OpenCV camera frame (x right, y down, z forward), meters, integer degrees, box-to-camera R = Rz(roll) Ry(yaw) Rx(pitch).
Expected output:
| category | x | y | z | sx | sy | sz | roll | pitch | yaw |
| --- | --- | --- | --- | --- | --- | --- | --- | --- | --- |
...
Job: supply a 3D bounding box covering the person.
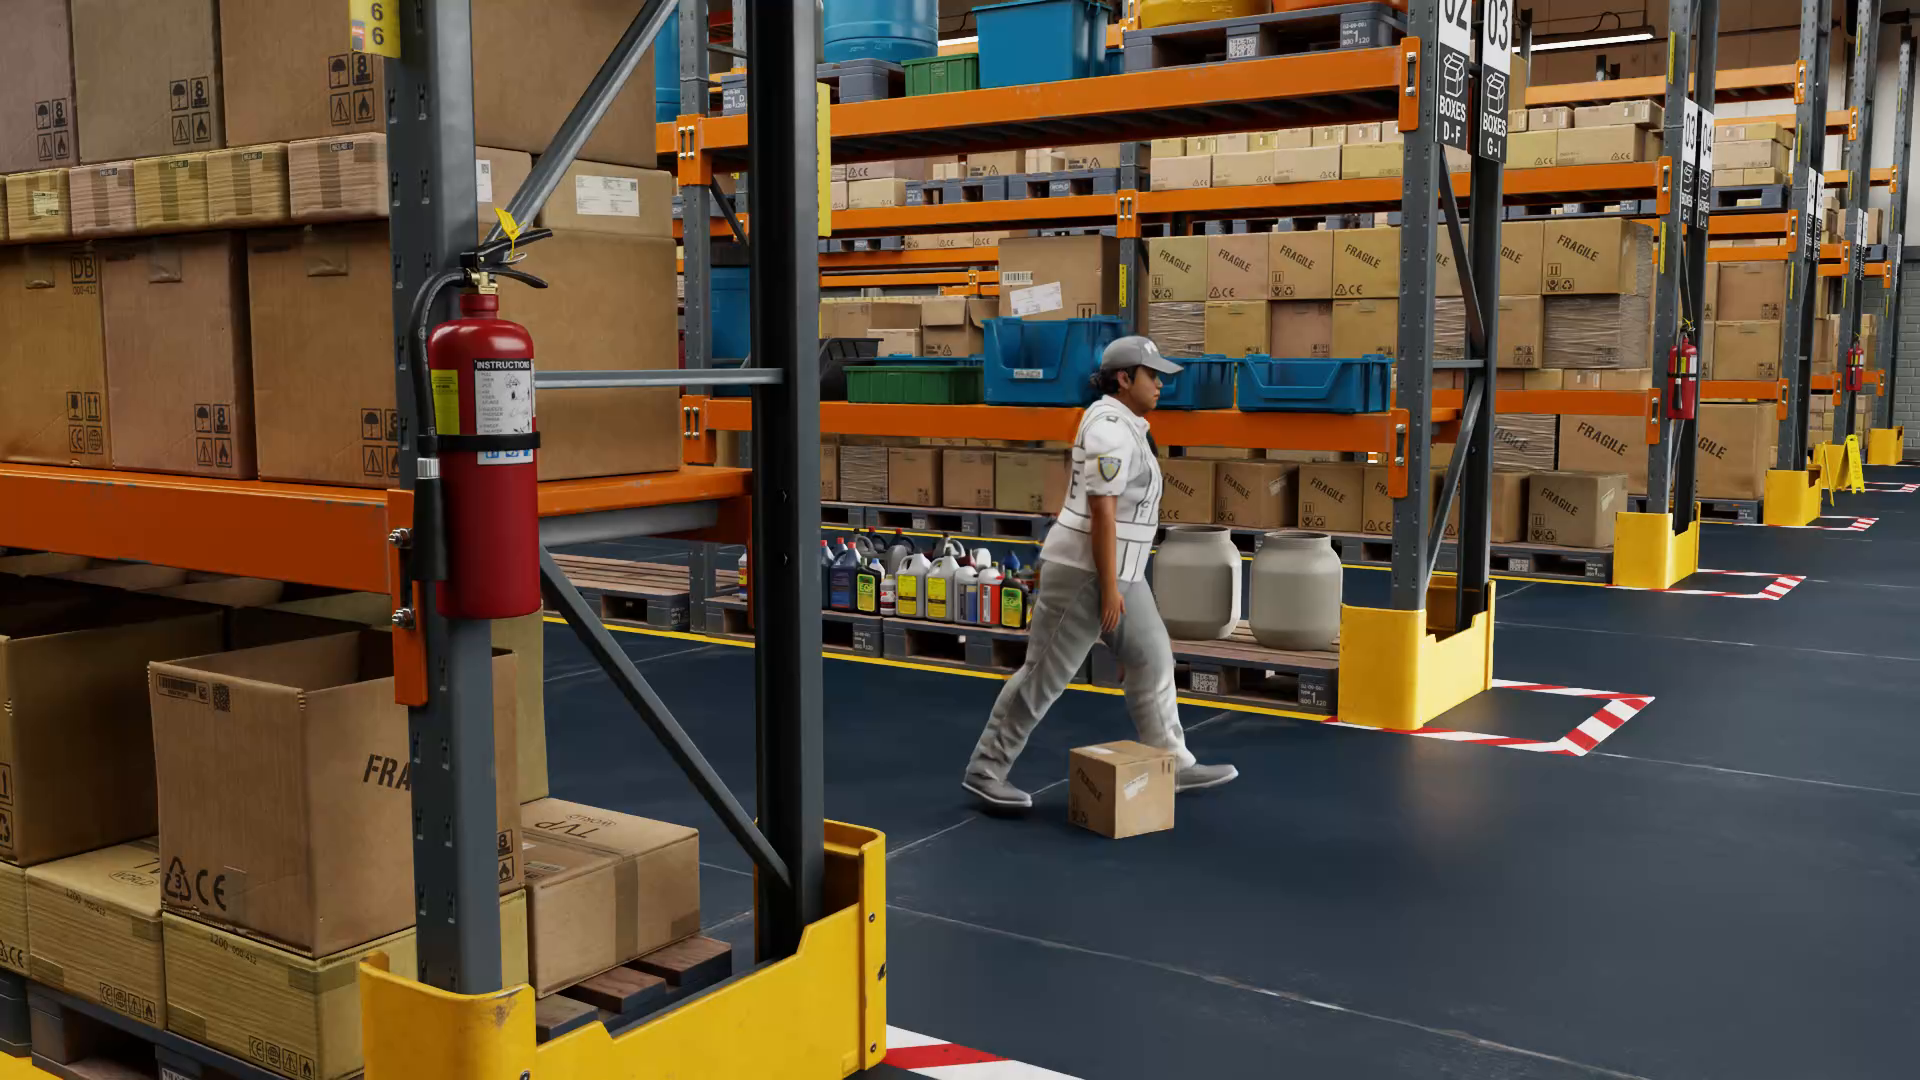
| category | x | y | z | sx | sy | sz | roll | pitch | yaw |
| --- | --- | --- | --- | --- | --- | --- | --- | --- | --- |
| person | 0.485 | 0.112 | 5.683 | 0.939 | 1.612 | 0.516 | 1 | 7 | 10 |
